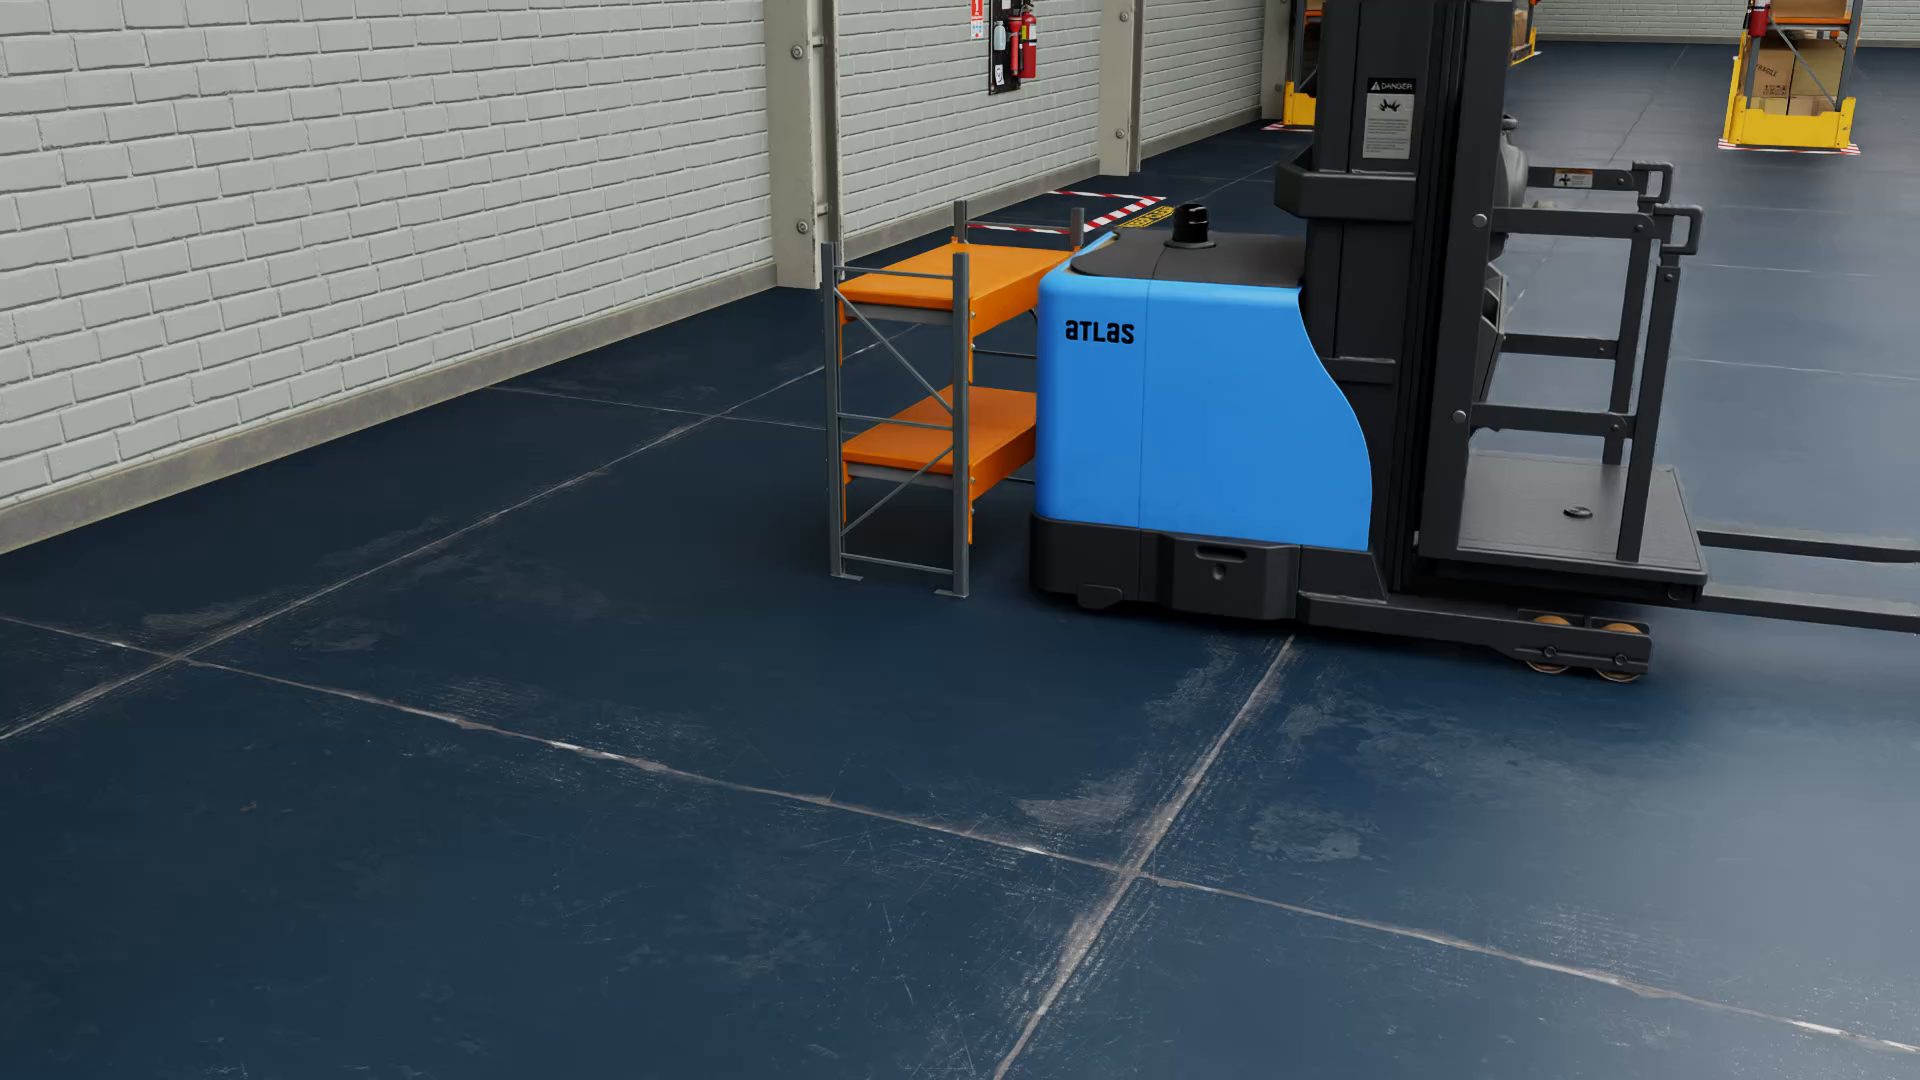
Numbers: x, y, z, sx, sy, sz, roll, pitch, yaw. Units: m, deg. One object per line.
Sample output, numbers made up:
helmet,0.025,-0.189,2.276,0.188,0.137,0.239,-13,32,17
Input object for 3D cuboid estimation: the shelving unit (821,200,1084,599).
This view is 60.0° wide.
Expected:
shelving unit,0.003,-0.532,5.786,0.538,1.125,1.048,9,21,23

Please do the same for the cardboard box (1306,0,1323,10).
cardboard box,4.471,-6.501,19.965,0.500,0.250,0.500,9,21,23

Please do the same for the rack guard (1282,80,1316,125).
rack guard,4.488,-5.238,19.951,1.175,0.500,0.348,9,21,23

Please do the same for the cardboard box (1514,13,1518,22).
cardboard box,10.291,-9.840,31.297,0.380,0.149,0.250,8,21,21

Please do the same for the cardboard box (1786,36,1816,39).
cardboard box,12.910,-7.450,25.514,0.500,0.500,0.500,8,21,21

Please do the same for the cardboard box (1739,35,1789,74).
cardboard box,10.140,-6.093,20.984,0.500,0.500,0.500,9,21,23

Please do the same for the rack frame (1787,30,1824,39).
rack frame,12.253,-8.159,24.435,1.000,3.000,0.127,9,21,23

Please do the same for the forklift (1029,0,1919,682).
forklift,1.798,-1.169,4.883,3.031,2.935,1.130,6,20,17

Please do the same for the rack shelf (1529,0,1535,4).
rack shelf,10.189,-10.333,31.621,1.077,0.370,4.000,9,21,23

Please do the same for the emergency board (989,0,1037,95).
emergency board,0.450,-4.141,13.135,0.194,1.169,0.643,9,21,23

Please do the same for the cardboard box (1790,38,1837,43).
cardboard box,10.409,-5.869,20.354,0.500,0.500,0.500,9,21,23

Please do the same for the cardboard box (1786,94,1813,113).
cardboard box,9.601,-4.903,18.755,0.500,0.250,0.500,9,21,23

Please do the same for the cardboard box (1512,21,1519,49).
cardboard box,10.191,-9.605,31.604,0.700,0.500,0.500,9,22,24

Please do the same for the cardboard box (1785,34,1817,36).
cardboard box,13.329,-7.763,26.393,0.500,0.500,0.500,8,21,21

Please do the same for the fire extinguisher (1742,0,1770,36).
fire extinguisher,8.505,-5.705,17.649,0.296,0.674,0.183,9,21,23

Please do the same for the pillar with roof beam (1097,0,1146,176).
pillar with roof beam,5.425,-7.127,12.579,9.100,9.000,0.400,9,21,23

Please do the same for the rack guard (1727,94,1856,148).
rack guard,8.968,-4.529,17.957,1.175,0.500,0.348,9,21,23

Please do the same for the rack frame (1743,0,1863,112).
rack frame,8.977,-5.714,17.559,1.000,3.000,0.127,9,21,23

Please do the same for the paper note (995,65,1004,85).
paper note,0.315,-3.681,13.157,0.016,0.148,0.142,9,21,23

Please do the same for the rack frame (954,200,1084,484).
rack frame,0.211,-0.687,6.223,0.500,1.125,0.032,9,21,23

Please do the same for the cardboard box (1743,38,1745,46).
cardboard box,14.638,-9.084,30.481,0.500,0.250,0.500,9,21,23

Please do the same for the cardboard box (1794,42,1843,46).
cardboard box,10.017,-5.561,19.487,0.500,0.500,0.500,9,21,23

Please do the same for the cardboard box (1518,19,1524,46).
cardboard box,10.608,-9.923,32.498,0.700,0.500,0.500,8,21,23

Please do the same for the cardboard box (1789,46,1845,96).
cardboard box,9.603,-5.256,18.629,0.500,0.500,0.500,9,21,23

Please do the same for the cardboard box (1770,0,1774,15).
cardboard box,9.391,-6.063,18.392,0.700,0.500,0.500,9,22,24

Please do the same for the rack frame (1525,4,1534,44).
rack frame,11.008,-11.284,33.220,1.000,3.000,0.127,9,21,23

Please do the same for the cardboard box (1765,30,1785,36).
cardboard box,12.441,-7.878,25.599,0.500,0.250,0.500,9,22,25

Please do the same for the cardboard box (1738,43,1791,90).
cardboard box,9.322,-5.482,19.265,0.500,0.500,0.500,9,21,23

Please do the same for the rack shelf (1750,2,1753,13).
rack shelf,11.434,-7.209,22.837,1.077,0.370,4.000,9,21,23

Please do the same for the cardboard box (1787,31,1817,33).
cardboard box,13.741,-8.072,27.262,0.500,0.500,0.500,9,21,23

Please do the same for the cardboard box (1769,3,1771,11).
cardboard box,10.020,-6.532,19.711,0.700,0.500,0.500,9,21,24

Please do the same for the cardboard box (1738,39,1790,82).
cardboard box,9.730,-5.788,20.124,0.500,0.500,0.500,9,21,23

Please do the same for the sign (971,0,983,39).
sign,0.130,-4.003,12.694,0.001,0.329,0.234,9,21,23

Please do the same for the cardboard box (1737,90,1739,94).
cardboard box,9.121,-4.975,18.959,0.500,0.250,0.500,9,21,23

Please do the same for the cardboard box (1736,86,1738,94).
cardboard box,9.730,-5.435,20.250,0.500,0.250,0.500,9,21,23

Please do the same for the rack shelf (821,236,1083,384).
rack shelf,0.003,-0.808,5.688,0.538,0.278,1.000,9,21,23

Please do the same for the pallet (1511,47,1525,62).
pallet,10.251,-9.343,31.925,1.003,0.211,1.213,9,21,23

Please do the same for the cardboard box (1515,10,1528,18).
cardboard box,10.927,-10.317,32.639,0.380,0.149,0.250,8,21,22
